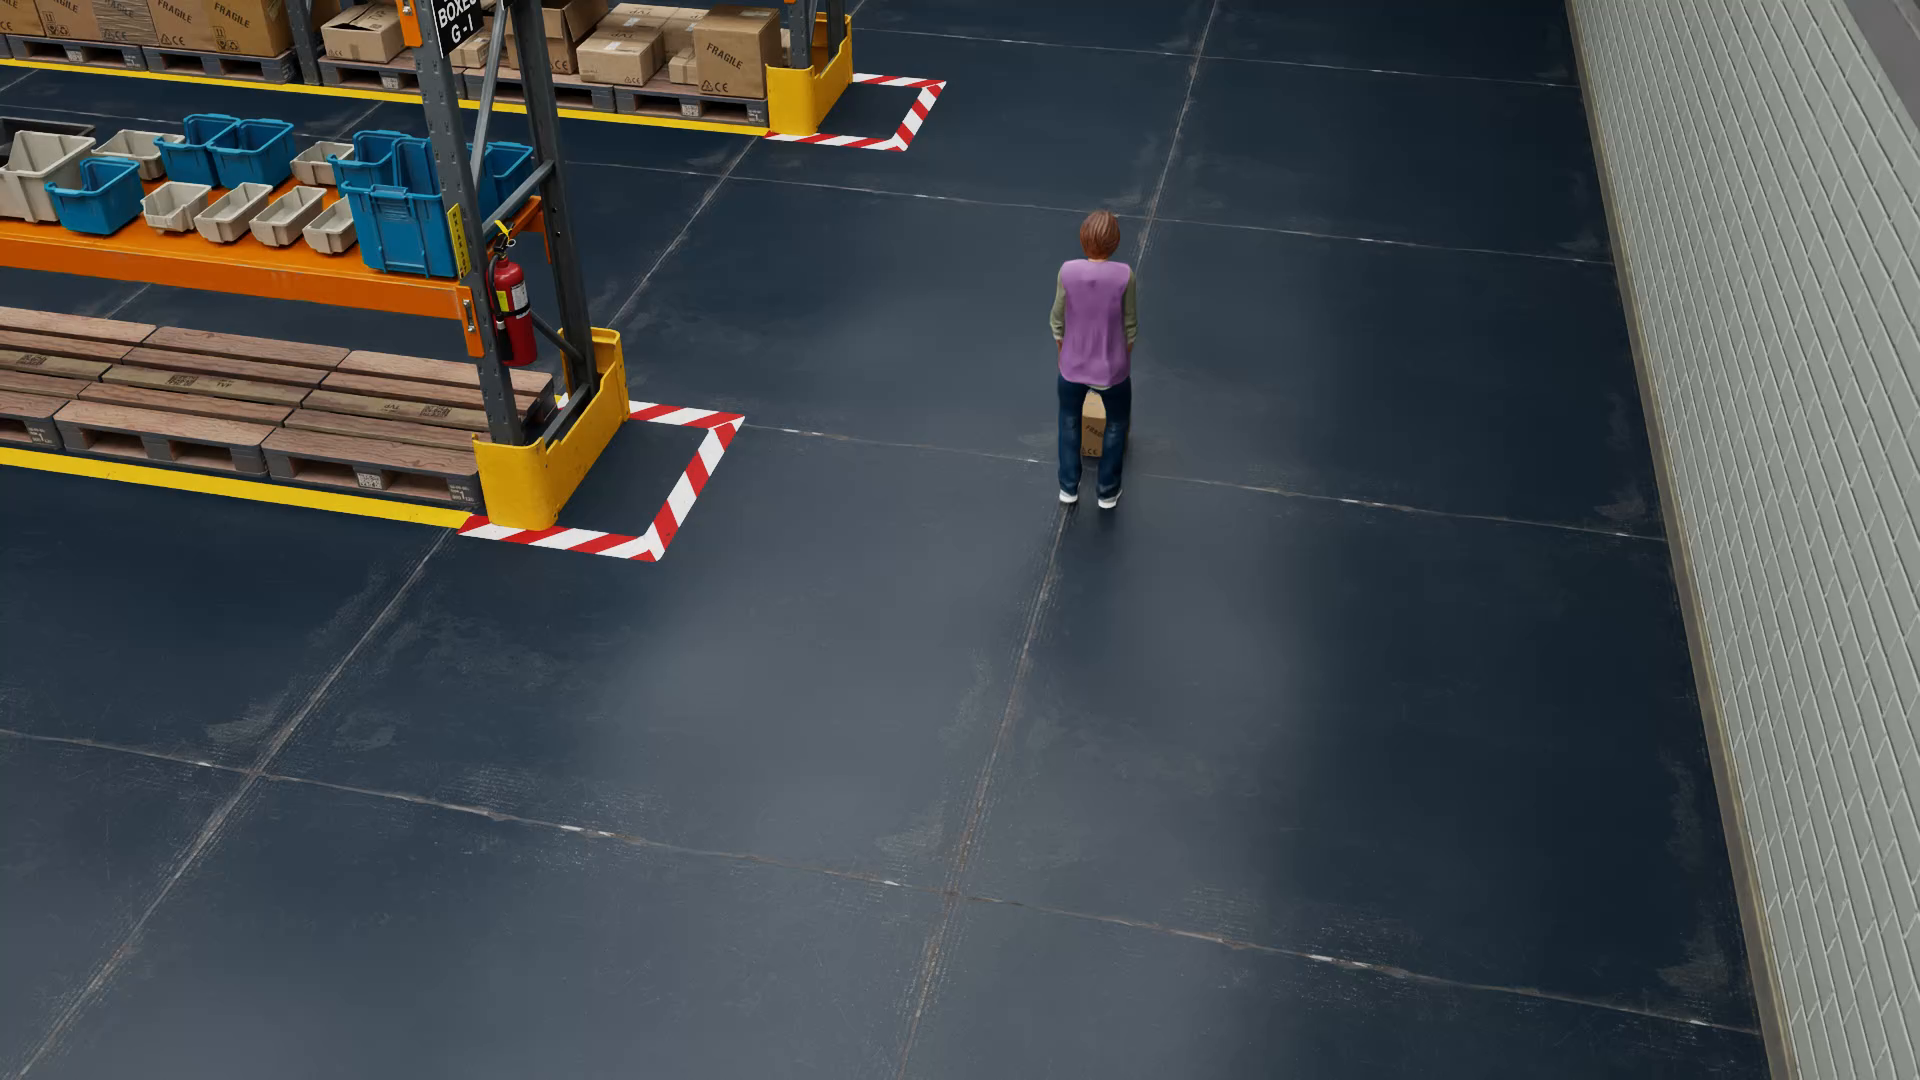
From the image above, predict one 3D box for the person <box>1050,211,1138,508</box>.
[{"bbox_3d":[0.641,-0.847,8.152,0.430,1.533,0.399,8,38,11],"label":"person"}]
